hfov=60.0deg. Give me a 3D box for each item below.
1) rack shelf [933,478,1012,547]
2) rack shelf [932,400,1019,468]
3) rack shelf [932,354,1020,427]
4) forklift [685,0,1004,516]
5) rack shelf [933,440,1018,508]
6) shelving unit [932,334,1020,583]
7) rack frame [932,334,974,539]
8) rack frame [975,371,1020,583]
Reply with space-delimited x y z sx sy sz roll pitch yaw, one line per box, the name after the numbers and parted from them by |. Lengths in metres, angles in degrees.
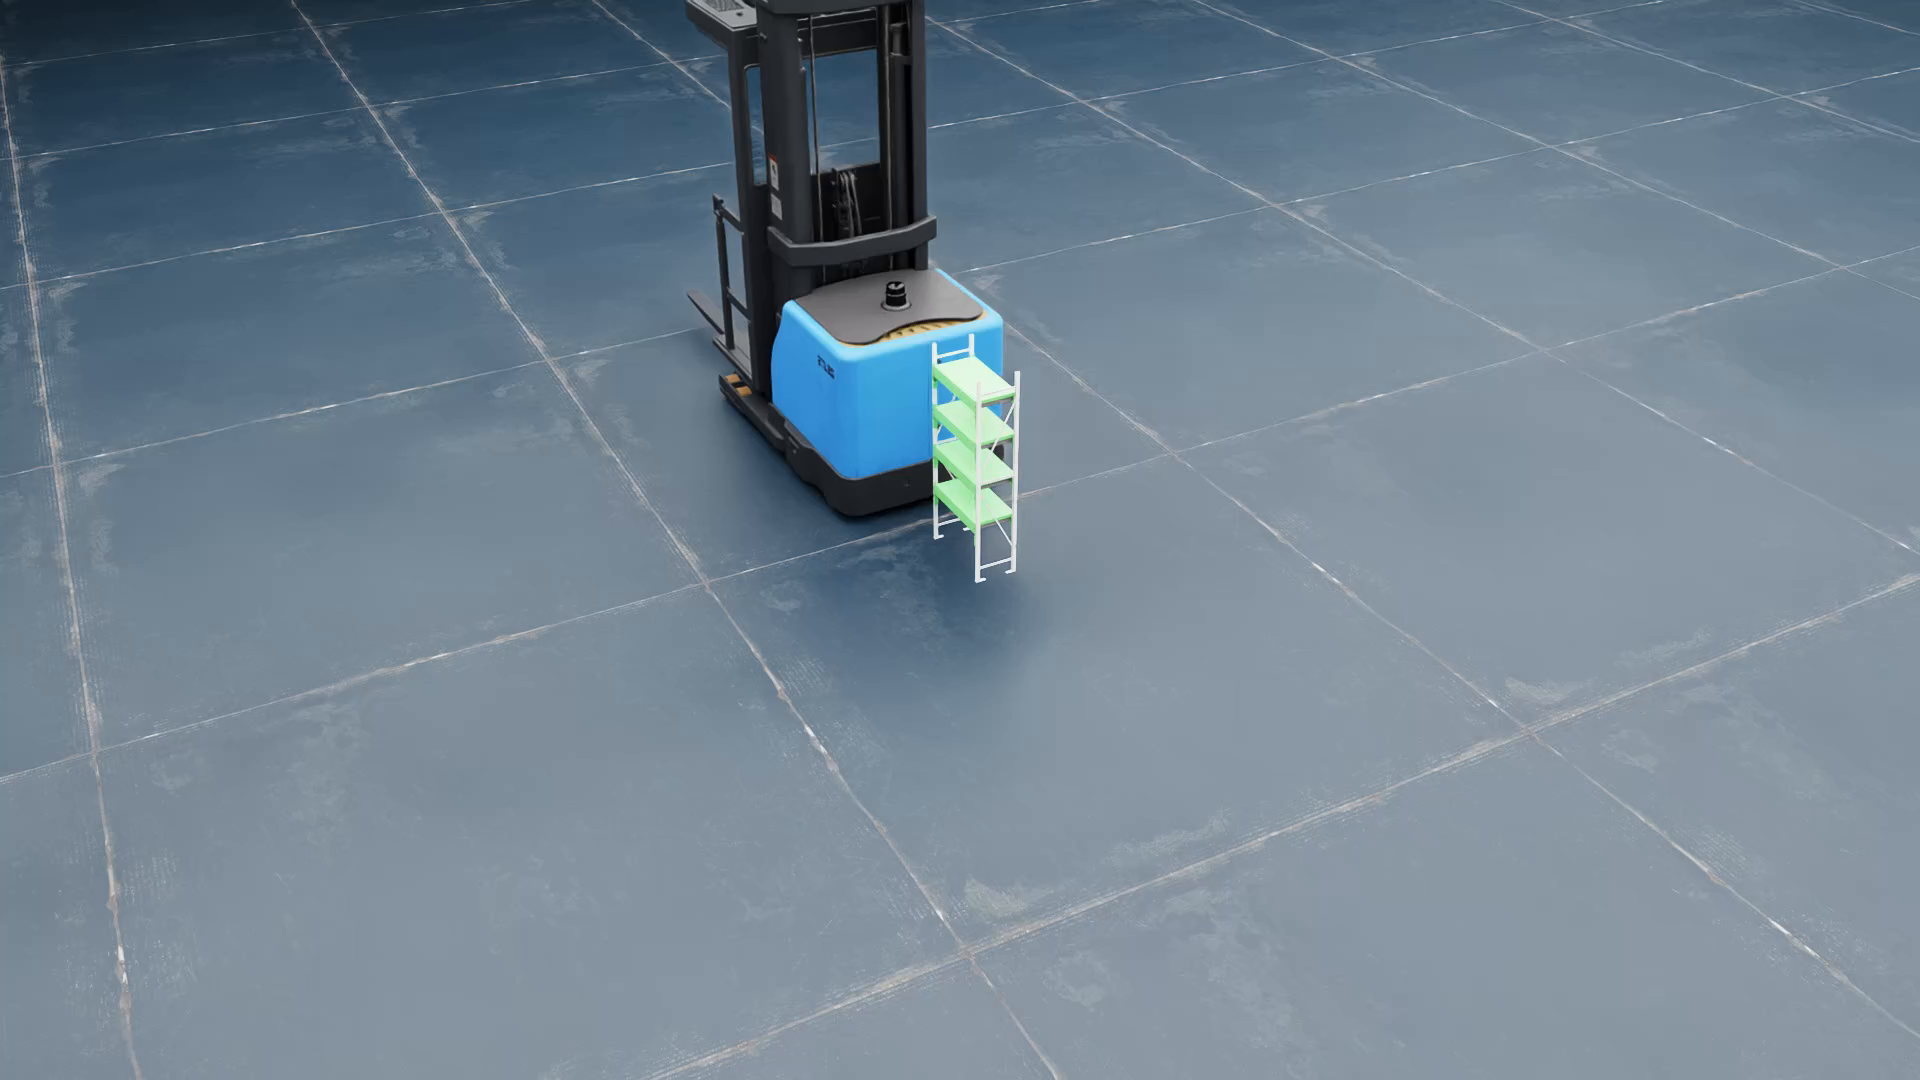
0.077 -0.170 8.967 0.258 0.148 0.480 -16 36 -23 | rack shelf
0.077 -0.574 8.708 0.258 0.148 0.480 -16 36 -23 | rack shelf
0.077 -0.777 8.579 0.258 0.148 0.480 -16 36 -23 | rack shelf
-0.884 -2.140 9.873 1.130 2.935 3.031 -16 36 -23 | forklift
0.077 -0.372 8.837 0.258 0.148 0.480 -16 36 -23 | rack shelf
0.077 -0.426 8.803 0.258 1.200 0.503 -16 36 -23 | shelving unit
-0.037 -0.543 8.985 0.240 1.200 0.015 -16 36 -23 | rack frame
0.191 -0.310 8.621 0.240 1.200 0.015 -16 36 -23 | rack frame
